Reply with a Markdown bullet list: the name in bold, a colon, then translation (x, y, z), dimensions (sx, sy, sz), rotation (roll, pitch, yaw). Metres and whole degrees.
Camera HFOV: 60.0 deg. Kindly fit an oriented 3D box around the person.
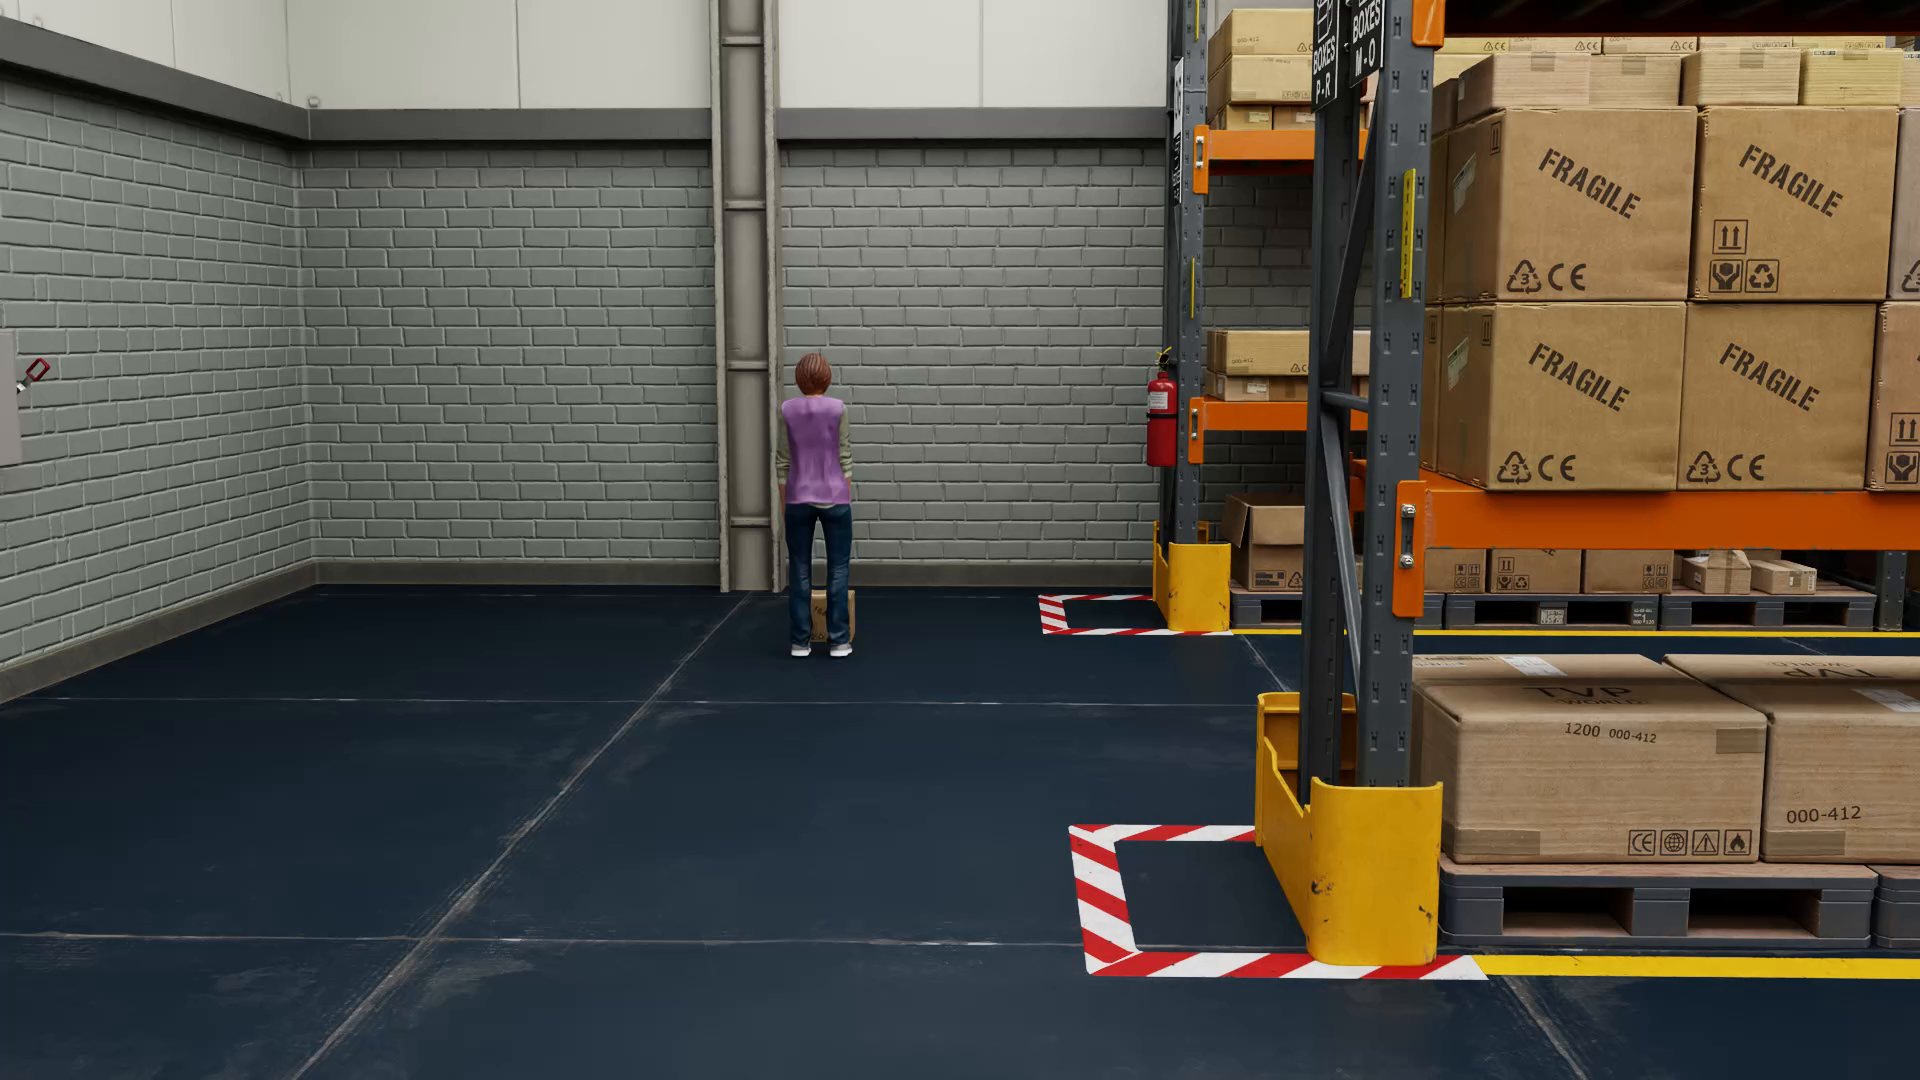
- **person**: translation (-0.764, -0.171, 8.705), dimensions (0.407, 1.583, 0.299), rotation (0, 7, 2)
